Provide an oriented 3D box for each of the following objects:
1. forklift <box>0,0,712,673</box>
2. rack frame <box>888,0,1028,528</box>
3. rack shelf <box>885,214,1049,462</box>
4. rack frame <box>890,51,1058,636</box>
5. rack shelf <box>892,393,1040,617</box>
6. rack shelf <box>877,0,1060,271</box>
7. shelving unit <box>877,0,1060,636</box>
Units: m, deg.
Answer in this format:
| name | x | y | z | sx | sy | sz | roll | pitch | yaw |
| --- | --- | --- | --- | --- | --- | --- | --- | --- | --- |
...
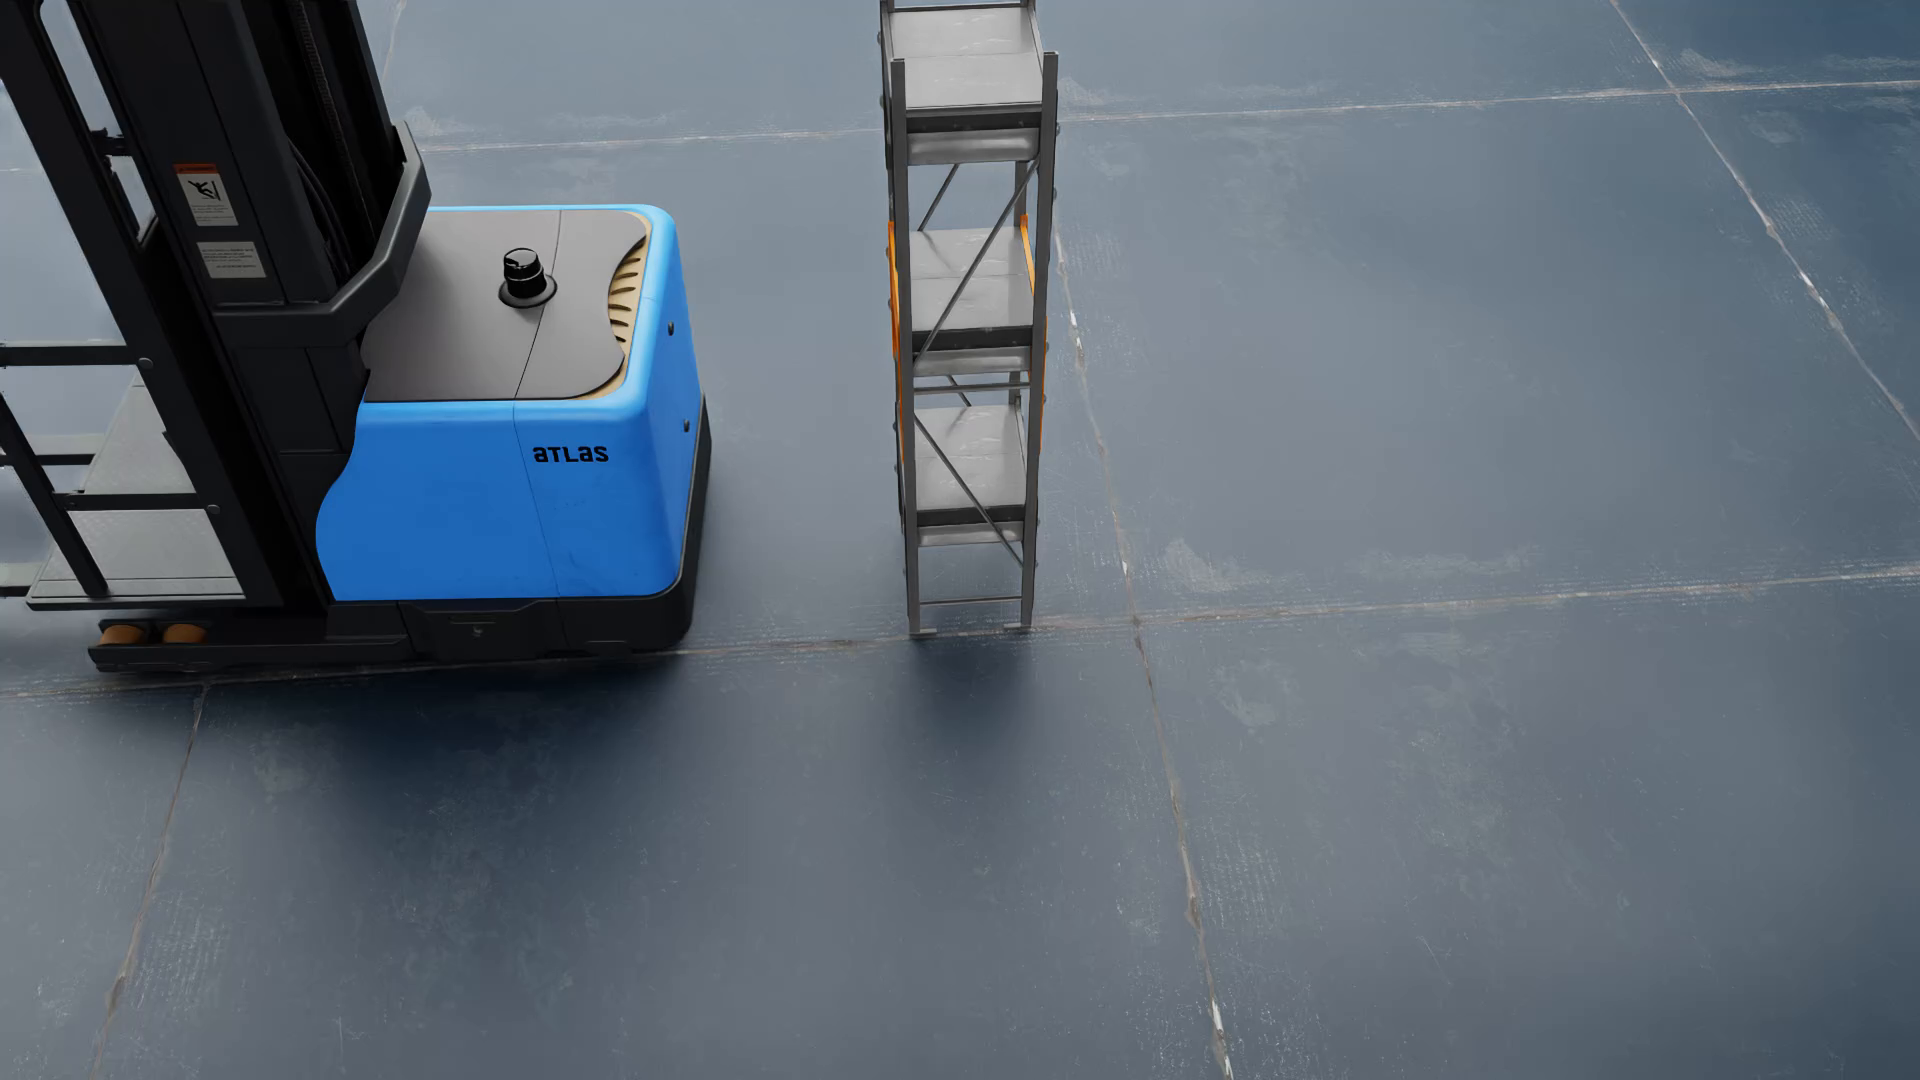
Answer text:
| name | x | y | z | sx | sy | sz | roll | pitch | yaw |
| --- | --- | --- | --- | --- | --- | --- | --- | --- | --- |
| forklift | -2.397 | -0.970 | 4.650 | 3.031 | 2.935 | 1.130 | -1 | 47 | -1 |
| rack frame | -0.007 | -0.779 | 5.041 | 0.400 | 2.100 | 0.015 | -3 | 47 | -3 |
| rack shelf | 0.014 | -0.593 | 4.884 | 0.431 | 0.518 | 0.480 | -3 | 47 | -3 |
| rack frame | 0.034 | -0.426 | 4.707 | 0.400 | 2.100 | 0.015 | -3 | 47 | -3 |
| rack shelf | 0.014 | -0.112 | 5.392 | 0.431 | 0.518 | 0.480 | -3 | 47 | -3 |
| rack shelf | 0.014 | -1.074 | 4.376 | 0.431 | 0.518 | 0.480 | -3 | 47 | -3 |
| shelving unit | 0.014 | -0.602 | 4.874 | 0.431 | 2.100 | 0.503 | -3 | 47 | -3 |
